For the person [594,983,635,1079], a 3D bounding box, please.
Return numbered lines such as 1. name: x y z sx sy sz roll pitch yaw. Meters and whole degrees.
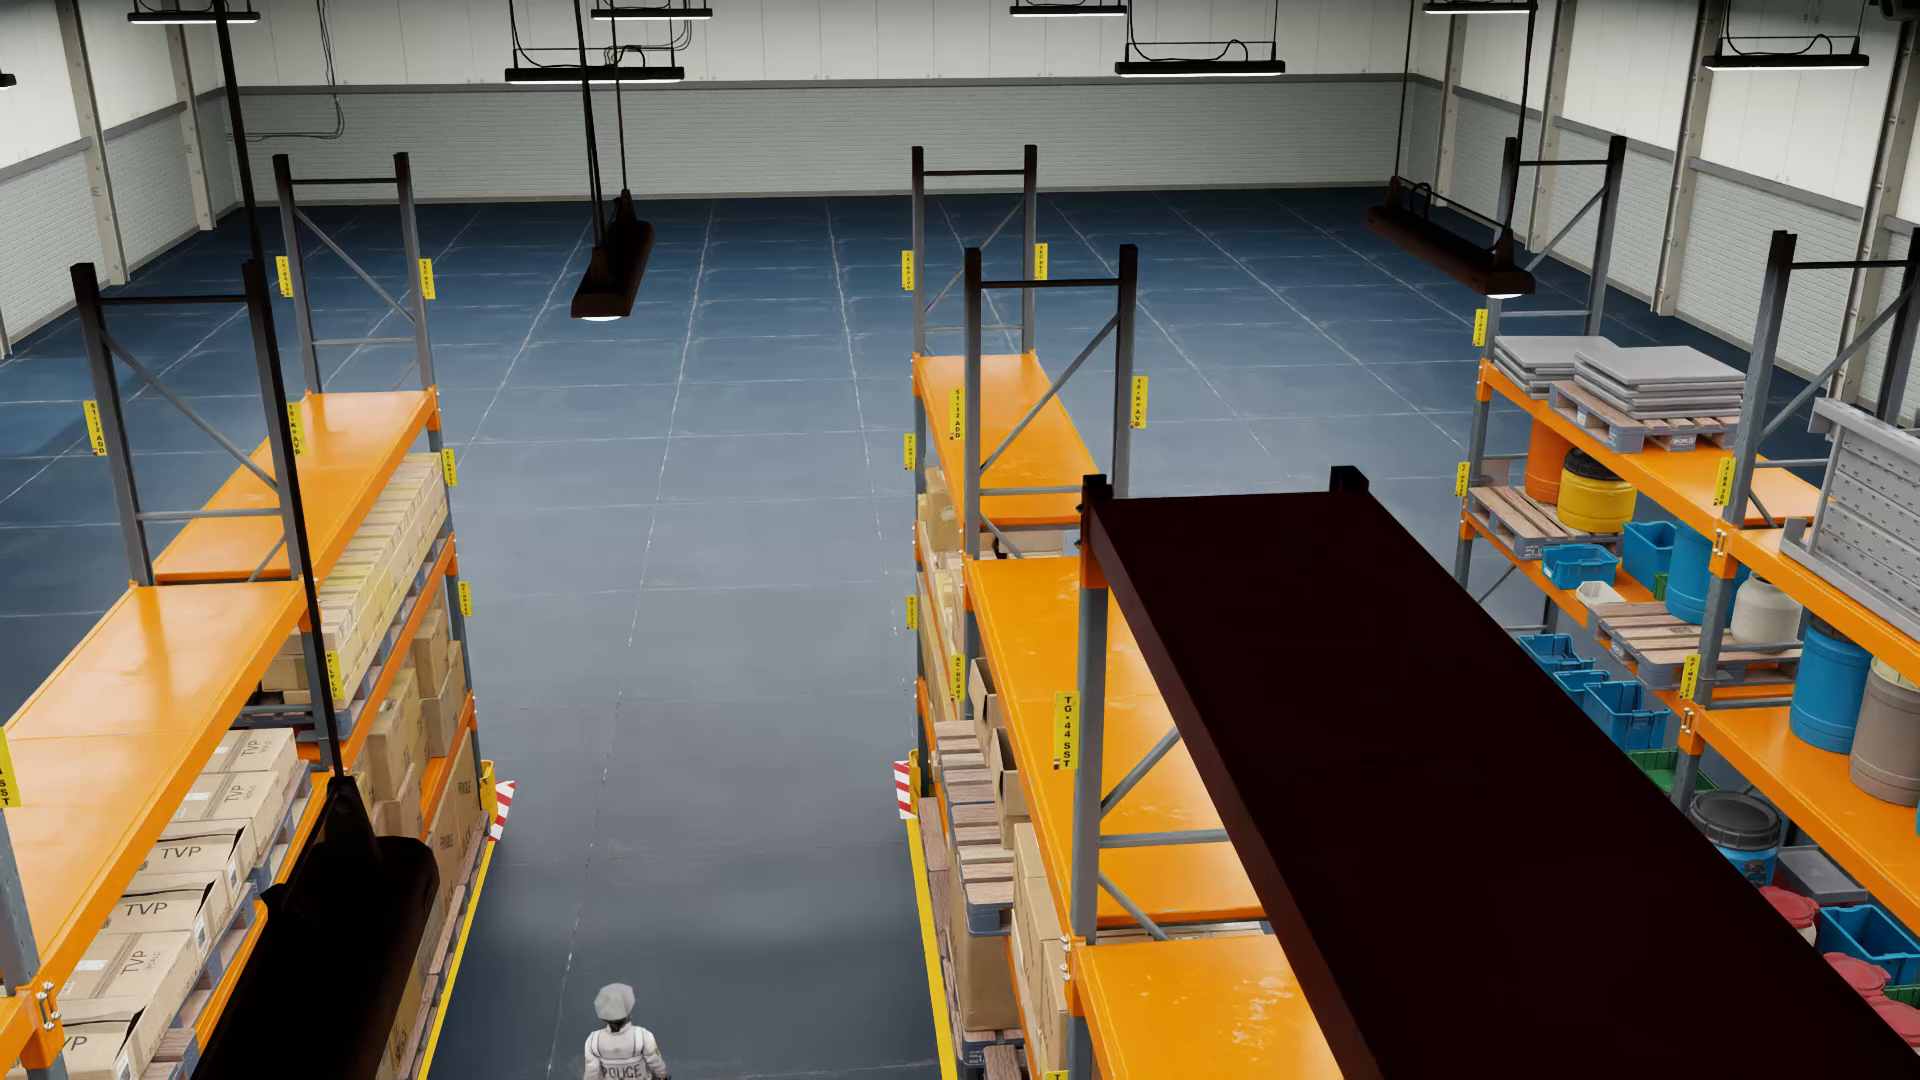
1. person: -2.099 3.518 10.415 0.379 1.578 0.855 -2 22 -6
